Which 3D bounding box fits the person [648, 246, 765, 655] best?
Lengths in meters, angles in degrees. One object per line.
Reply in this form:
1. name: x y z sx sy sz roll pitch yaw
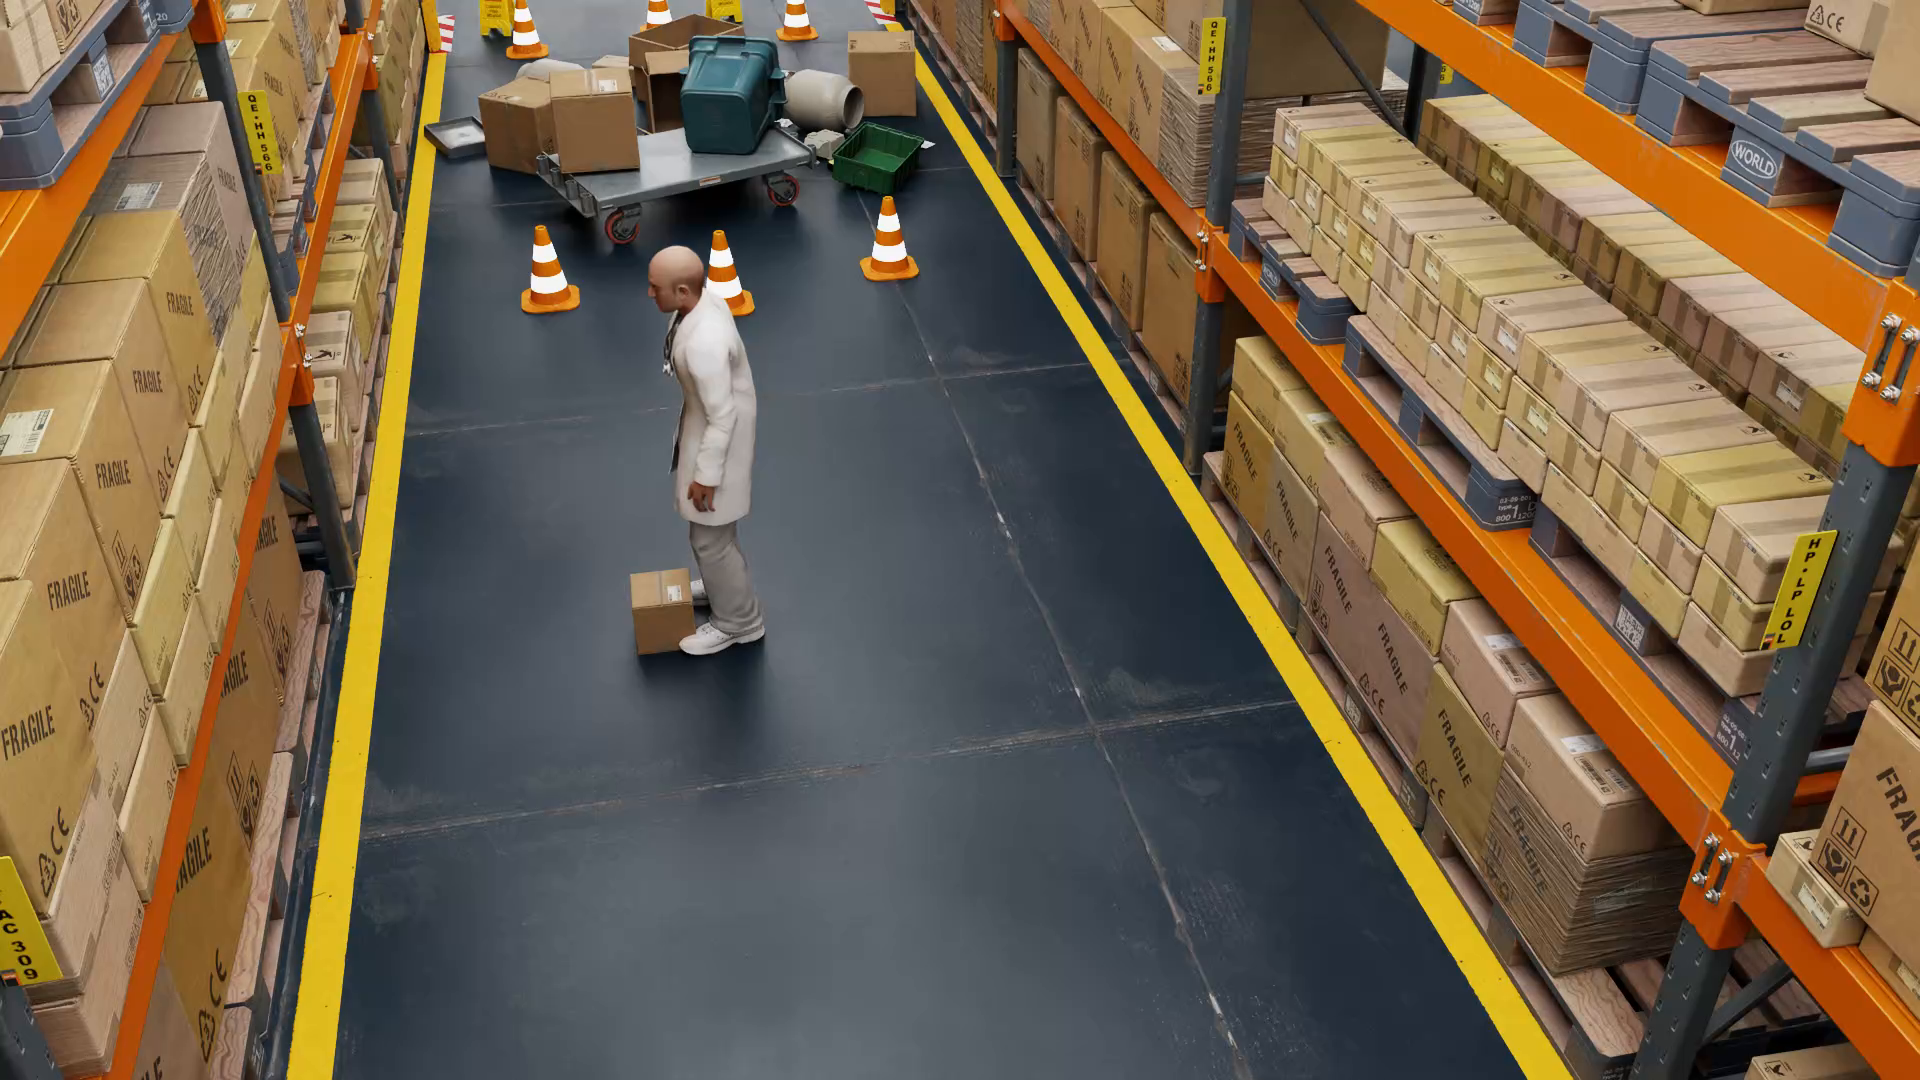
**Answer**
1. person: -1.021 -0.367 6.701 0.425 1.774 0.644 -7 35 -10
